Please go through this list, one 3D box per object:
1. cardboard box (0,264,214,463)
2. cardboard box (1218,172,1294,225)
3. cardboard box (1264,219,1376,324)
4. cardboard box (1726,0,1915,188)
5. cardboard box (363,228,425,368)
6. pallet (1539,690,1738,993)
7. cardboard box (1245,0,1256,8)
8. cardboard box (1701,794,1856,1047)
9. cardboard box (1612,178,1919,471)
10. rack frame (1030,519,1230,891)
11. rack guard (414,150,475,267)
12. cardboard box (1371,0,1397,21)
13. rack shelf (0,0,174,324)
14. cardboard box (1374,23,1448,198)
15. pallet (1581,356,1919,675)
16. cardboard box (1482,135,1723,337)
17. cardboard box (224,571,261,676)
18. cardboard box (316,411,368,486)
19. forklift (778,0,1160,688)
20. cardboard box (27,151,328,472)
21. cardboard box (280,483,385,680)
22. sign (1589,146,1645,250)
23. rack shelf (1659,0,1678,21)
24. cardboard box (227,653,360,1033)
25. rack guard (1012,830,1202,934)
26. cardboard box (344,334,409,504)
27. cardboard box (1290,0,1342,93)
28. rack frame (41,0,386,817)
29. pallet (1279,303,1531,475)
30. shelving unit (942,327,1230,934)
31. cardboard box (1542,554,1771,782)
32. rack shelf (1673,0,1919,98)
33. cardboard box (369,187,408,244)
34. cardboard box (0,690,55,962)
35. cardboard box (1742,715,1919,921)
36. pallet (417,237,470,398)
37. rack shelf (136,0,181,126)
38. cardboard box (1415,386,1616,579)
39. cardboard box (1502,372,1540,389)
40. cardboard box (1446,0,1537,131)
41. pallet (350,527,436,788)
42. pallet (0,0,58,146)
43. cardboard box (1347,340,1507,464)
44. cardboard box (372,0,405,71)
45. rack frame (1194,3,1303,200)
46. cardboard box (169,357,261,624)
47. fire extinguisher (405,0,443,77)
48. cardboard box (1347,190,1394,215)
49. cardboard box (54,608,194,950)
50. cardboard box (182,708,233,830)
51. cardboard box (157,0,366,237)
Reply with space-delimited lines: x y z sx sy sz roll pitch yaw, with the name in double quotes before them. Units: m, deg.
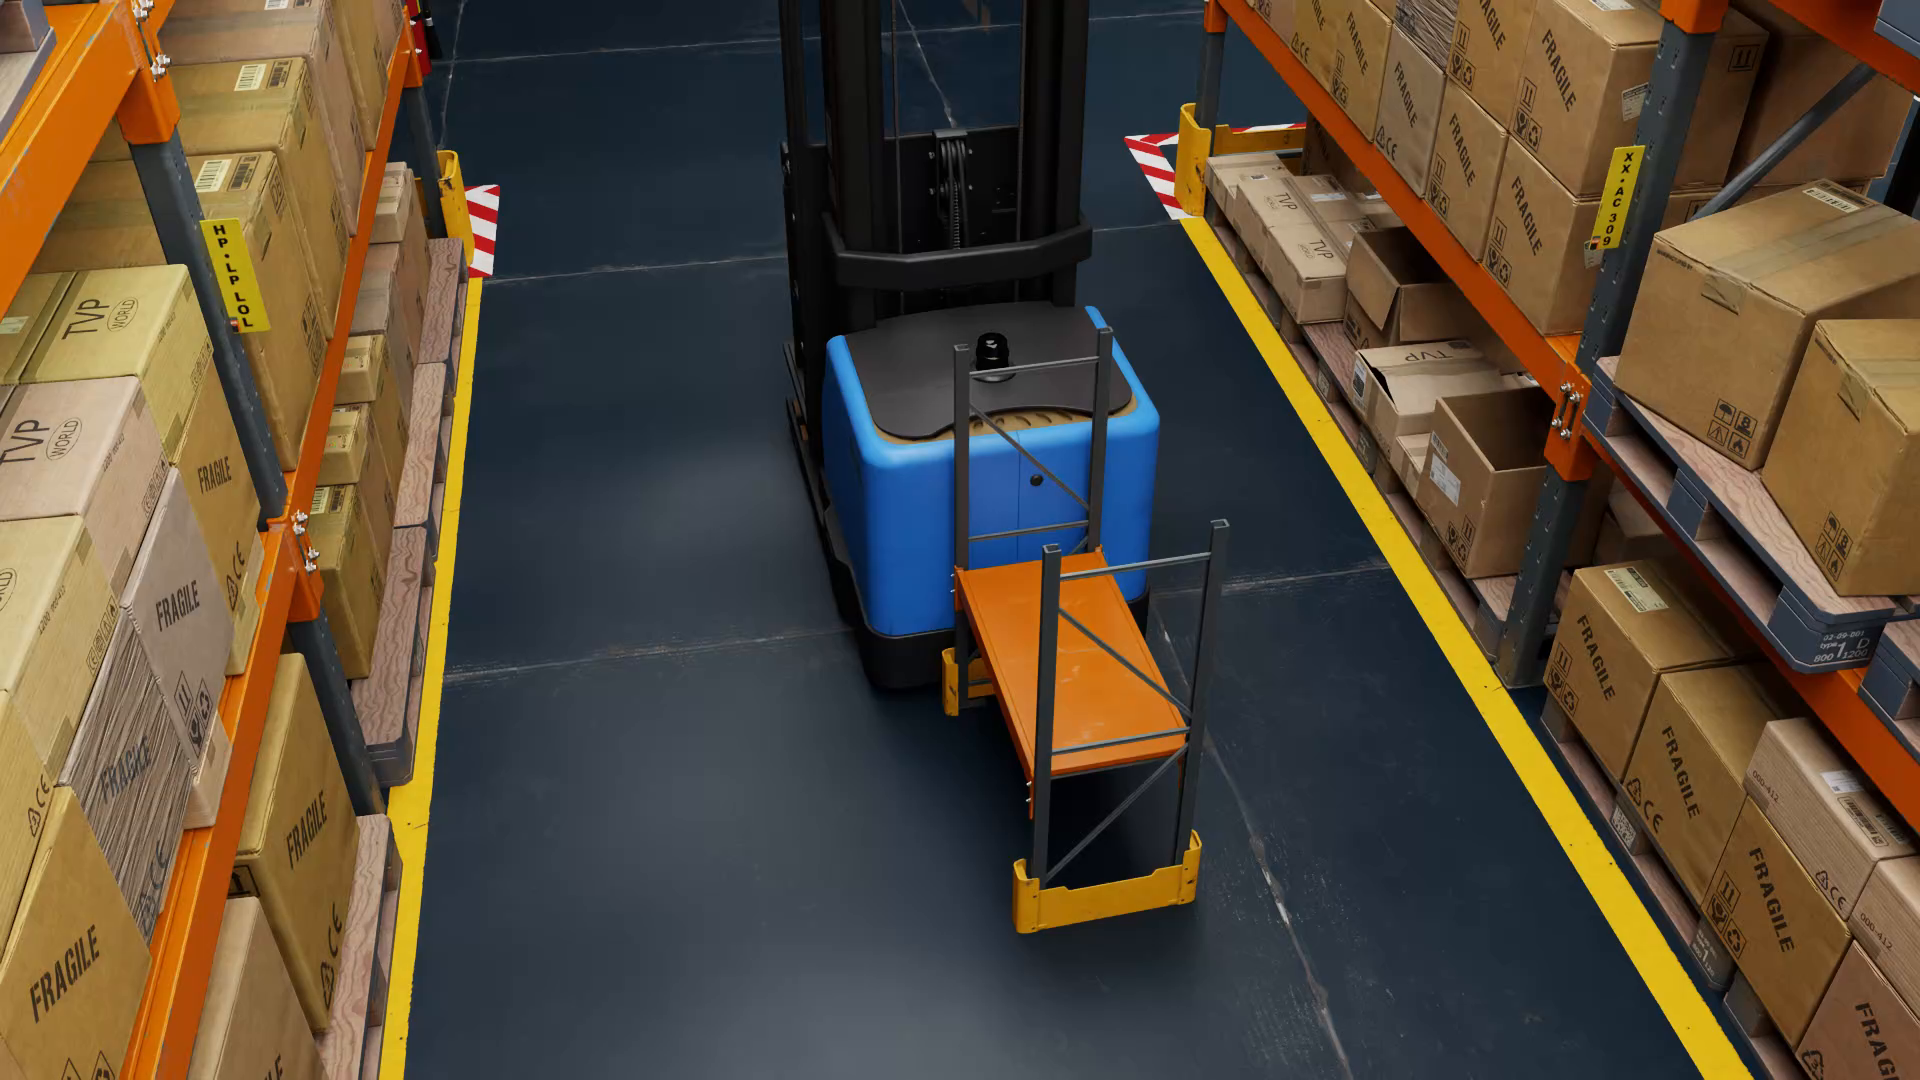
"cardboard box" -2.075 -0.397 3.864 0.500 0.250 0.500 -5 38 -7
"cardboard box" 1.545 -1.755 8.515 0.380 0.166 0.250 -6 38 -8
"cardboard box" 1.757 -1.266 7.817 0.500 0.250 0.500 -6 38 -8
"cardboard box" 2.662 -1.474 5.306 0.500 0.500 0.500 -5 38 -7
"cardboard box" -2.801 -1.071 7.378 0.700 0.500 0.500 -6 38 -8
"pallet" 2.647 0.863 5.467 1.003 0.211 1.213 -6 38 -8
"cardboard box" 1.584 -2.884 7.936 0.500 0.500 0.500 -5 38 -7
"cardboard box" 2.497 1.030 4.658 0.500 0.500 0.500 -6 38 -7
"cardboard box" 2.330 -0.620 4.680 0.700 0.500 0.500 -19 42 -23
"rack frame" 0.460 0.581 4.779 0.500 1.500 0.032 -8 39 -10
"rack guard" -3.114 -1.634 8.445 1.175 0.500 0.348 -6 38 -8
"cardboard box" 1.856 -2.355 6.440 0.500 0.500 0.500 -7 38 -8
"rack shelf" -2.058 0.117 2.295 1.077 0.370 4.000 -6 38 -8
"cardboard box" 1.943 -1.660 6.361 0.500 0.500 0.500 -5 38 -7
"pallet" 2.500 -0.155 4.661 1.003 0.211 1.213 -6 38 -8
"cardboard box" 2.127 -1.039 5.561 0.500 0.500 0.500 -6 38 -7
"cardboard box" -2.003 0.225 4.204 0.380 0.149 0.250 -6 38 -7
"cardboard box" -2.319 -0.314 5.876 0.380 0.149 0.250 -5 38 -6
"forklift" -0.142 -1.533 6.335 1.130 2.935 3.031 -8 39 -10
"cardboard box" -2.488 -0.638 4.882 0.980 0.700 0.700 -6 38 -7
"cardboard box" -2.439 0.168 5.783 0.700 0.500 0.500 -6 38 -7
"sign" 1.935 -1.004 4.892 0.100 0.325 0.005 -6 38 -8
"rack shelf" 2.117 -2.834 6.094 1.077 0.370 4.000 -6 38 -8
"cardboard box" -2.167 0.872 4.593 0.750 0.750 0.750 -6 38 -7
"rack guard" 0.455 1.063 5.178 0.587 0.250 0.087 -8 39 -10
"cardboard box" -2.612 -0.446 6.574 0.700 0.500 0.500 -5 38 -7
"cardboard box" 1.765 -2.270 7.145 0.500 0.500 0.500 -6 38 -8
"rack frame" -2.409 -0.190 4.550 1.000 3.000 0.127 -6 38 -8
"pallet" 2.131 -0.777 7.579 1.003 0.211 1.213 -6 38 -8
"shelving unit" 0.342 0.272 5.177 0.587 1.500 1.083 -8 39 -10
"cardboard box" 2.312 0.407 5.461 0.500 0.500 0.500 -8 39 -10
"rack shelf" 2.818 -0.418 2.984 1.077 0.370 4.000 -6 38 -8
"cardboard box" -2.642 -1.417 7.295 0.380 0.149 0.250 -5 38 -7
"cardboard box" -1.816 0.529 2.672 0.500 0.250 0.500 -7 38 -9
"cardboard box" 2.488 0.714 4.453 0.500 0.250 0.500 -6 38 -8
"pallet" -2.893 -1.030 7.904 1.003 0.211 1.213 -6 38 -8
"rack shelf" -2.760 -2.299 5.405 1.077 0.370 4.000 -6 38 -8
"cardboard box" 2.088 -0.225 6.274 0.500 0.500 0.500 -6 38 -8
"cardboard box" 2.445 -0.578 7.000 0.380 0.166 0.250 -6 38 -8
"cardboard box" 2.031 -1.746 5.656 0.500 0.500 0.500 -7 38 -9
"pallet" -2.465 0.443 6.007 1.003 0.211 1.213 -6 38 -8
"pallet" -2.200 -0.751 2.982 0.805 0.209 1.217 -8 39 -10
"cardboard box" 1.957 -0.604 6.915 0.500 0.311 0.500 -6 38 -8
"cardboard box" -3.011 -2.418 7.172 0.980 0.700 0.700 -5 38 -6
"rack frame" 1.766 -3.141 8.348 1.000 3.000 0.127 -6 38 -8
"cardboard box" -2.080 -0.103 4.098 0.500 0.500 0.500 -7 38 -9
"fire extinguisher" -2.682 -2.569 7.979 0.296 0.674 0.183 -6 38 -8
"cardboard box" 2.086 -1.640 8.367 0.380 0.166 0.250 -6 38 -8
"cardboard box" -1.901 0.508 3.311 0.500 0.500 0.500 -6 38 -8
"cardboard box" -1.898 0.539 3.799 0.380 0.149 0.250 -6 38 -8
"cardboard box" -2.748 -1.518 6.014 0.980 0.700 0.700 -8 39 -10
